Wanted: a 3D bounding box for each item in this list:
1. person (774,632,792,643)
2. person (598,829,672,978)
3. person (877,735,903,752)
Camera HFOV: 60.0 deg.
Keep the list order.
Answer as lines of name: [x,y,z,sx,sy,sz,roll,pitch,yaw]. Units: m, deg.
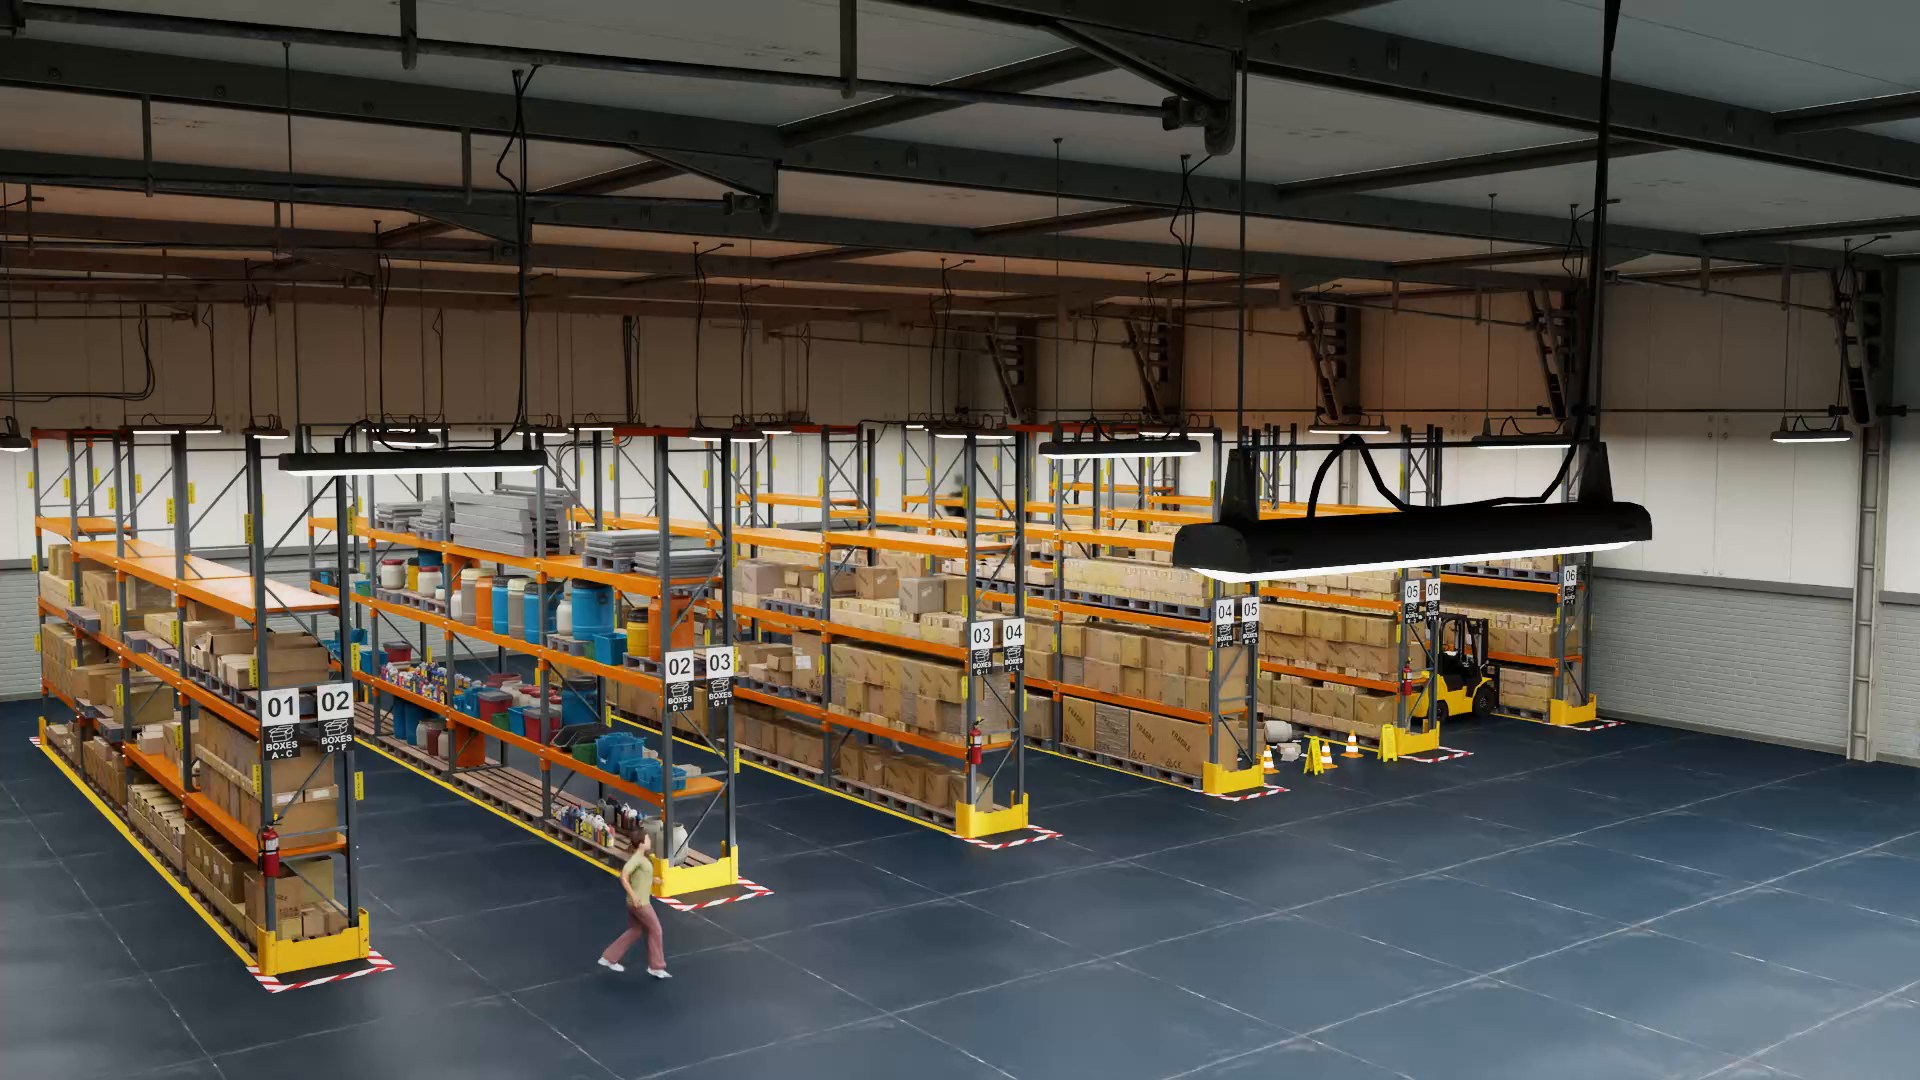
person: [-4.471,1.912,41.662,0.907,1.784,0.764,1,5,12]
person: [-3.613,4.072,18.482,0.817,1.722,0.589,-1,5,-15]
person: [-1.272,3.091,30.878,0.599,1.664,0.627,4,6,41]
